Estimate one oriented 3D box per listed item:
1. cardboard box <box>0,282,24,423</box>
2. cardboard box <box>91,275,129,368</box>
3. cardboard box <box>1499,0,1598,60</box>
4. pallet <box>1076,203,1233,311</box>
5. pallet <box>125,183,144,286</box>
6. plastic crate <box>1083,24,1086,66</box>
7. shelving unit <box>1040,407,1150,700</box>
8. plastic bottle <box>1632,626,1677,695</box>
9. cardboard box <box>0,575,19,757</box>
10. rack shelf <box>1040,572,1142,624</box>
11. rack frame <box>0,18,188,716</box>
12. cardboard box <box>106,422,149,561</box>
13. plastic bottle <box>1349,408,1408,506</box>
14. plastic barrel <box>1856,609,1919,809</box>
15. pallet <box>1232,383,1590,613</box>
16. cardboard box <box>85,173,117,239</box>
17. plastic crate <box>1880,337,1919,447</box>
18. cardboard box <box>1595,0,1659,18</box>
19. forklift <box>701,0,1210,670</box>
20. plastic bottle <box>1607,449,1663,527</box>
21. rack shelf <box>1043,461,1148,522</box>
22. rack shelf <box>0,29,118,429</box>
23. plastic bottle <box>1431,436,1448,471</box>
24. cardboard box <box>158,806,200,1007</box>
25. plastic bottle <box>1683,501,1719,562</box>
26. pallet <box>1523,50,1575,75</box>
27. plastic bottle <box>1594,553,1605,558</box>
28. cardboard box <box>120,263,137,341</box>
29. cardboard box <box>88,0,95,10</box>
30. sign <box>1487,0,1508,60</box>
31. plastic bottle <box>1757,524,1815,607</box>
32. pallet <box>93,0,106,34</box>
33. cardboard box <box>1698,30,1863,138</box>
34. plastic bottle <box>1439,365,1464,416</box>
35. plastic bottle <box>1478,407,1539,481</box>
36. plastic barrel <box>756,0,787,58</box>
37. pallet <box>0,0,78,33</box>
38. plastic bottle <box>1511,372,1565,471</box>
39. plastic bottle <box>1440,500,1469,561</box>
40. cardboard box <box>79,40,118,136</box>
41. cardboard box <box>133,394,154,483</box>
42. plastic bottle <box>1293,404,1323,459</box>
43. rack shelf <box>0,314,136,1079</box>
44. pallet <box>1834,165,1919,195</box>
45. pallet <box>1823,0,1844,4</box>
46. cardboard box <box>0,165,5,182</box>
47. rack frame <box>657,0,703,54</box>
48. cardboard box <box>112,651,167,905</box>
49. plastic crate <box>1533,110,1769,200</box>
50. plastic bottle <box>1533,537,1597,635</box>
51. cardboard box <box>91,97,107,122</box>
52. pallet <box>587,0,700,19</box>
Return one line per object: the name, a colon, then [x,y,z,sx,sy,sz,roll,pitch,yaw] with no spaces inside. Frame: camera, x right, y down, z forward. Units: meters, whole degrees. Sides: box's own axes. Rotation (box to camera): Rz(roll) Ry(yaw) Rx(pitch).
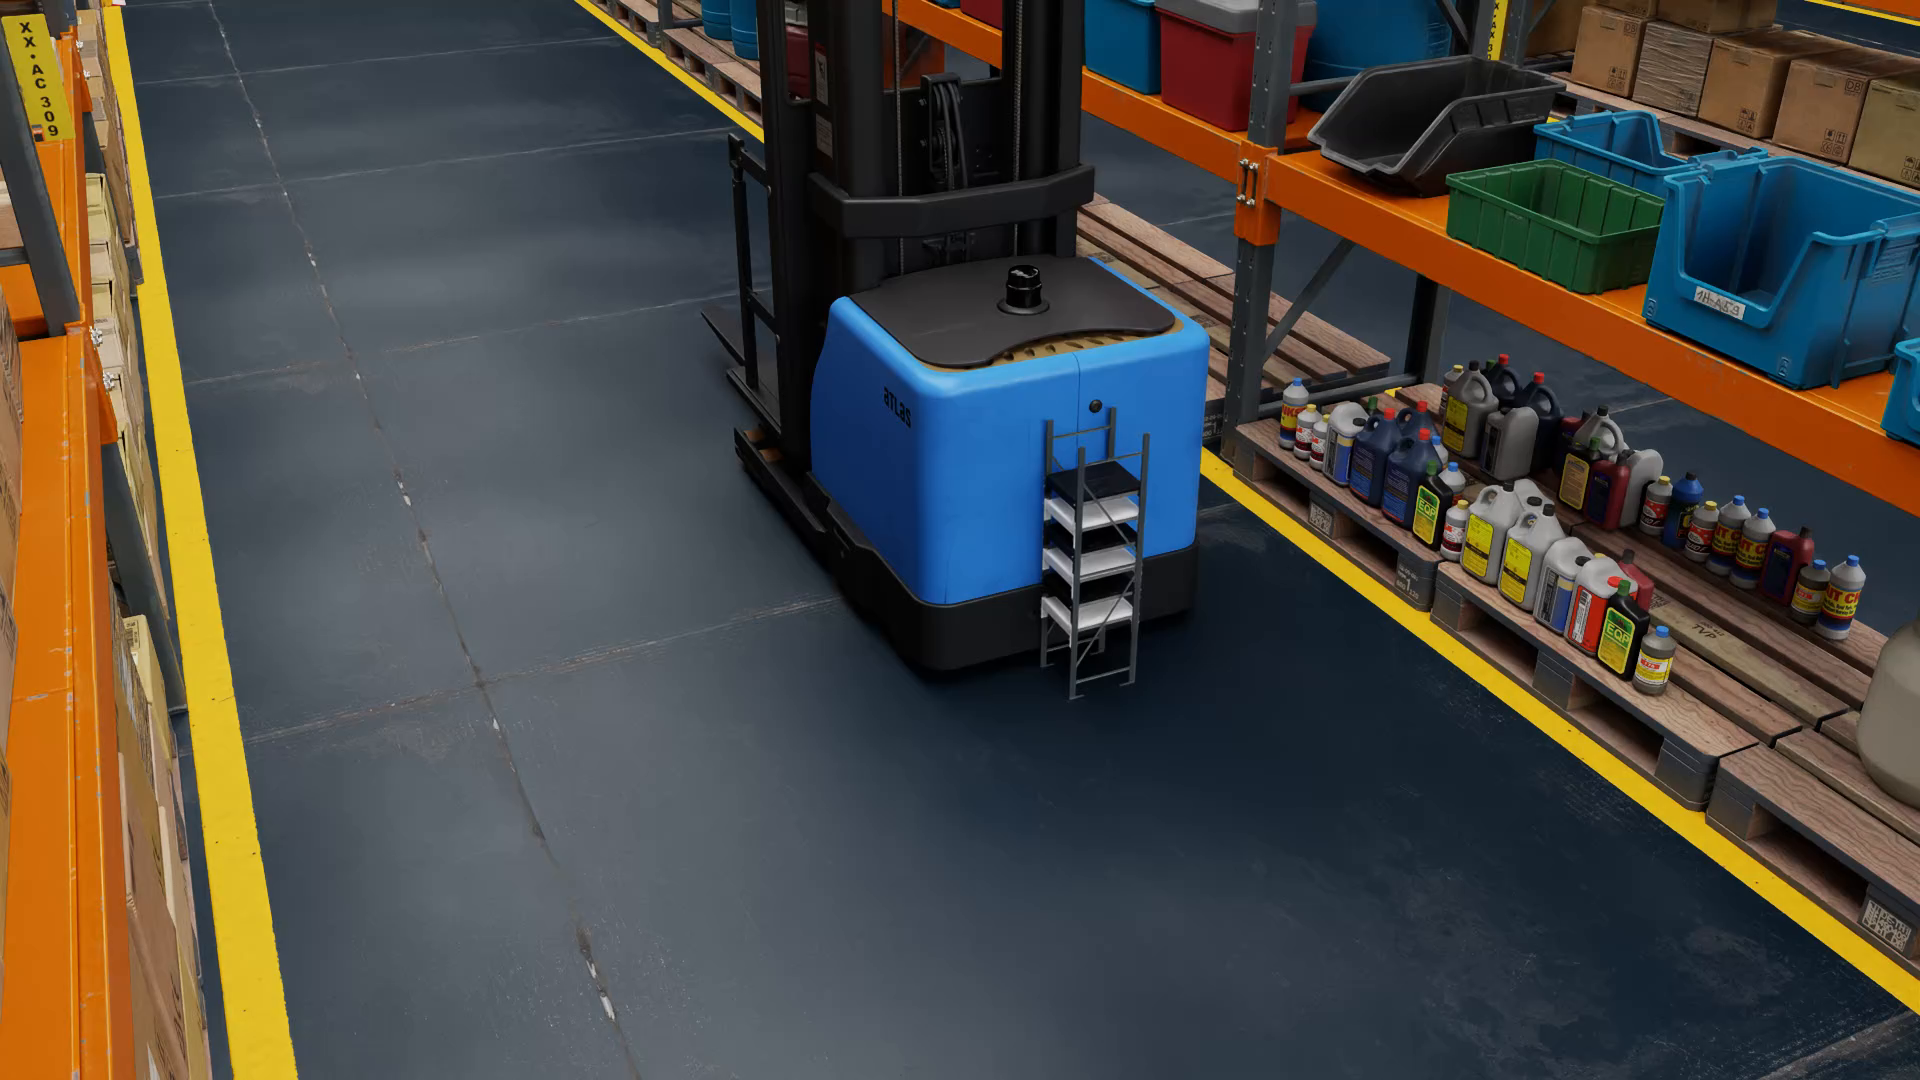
cardboard box: [-2.733,-0.536,4.037,0.700,0.500,0.500,-14,32,-23]
cardboard box: [-3.543,-0.829,6.471,0.500,0.311,0.500,-12,32,-21]
cardboard box: [4.025,-4.098,12.234,1.225,0.875,0.875,-15,32,-24]
pallet: [0.646,-1.388,8.509,1.003,0.211,1.213,-13,32,-22]
pallet: [-4.933,-1.576,8.844,1.003,0.211,1.213,-13,32,-22]
plastic crate: [0.544,-2.343,7.578,0.450,0.188,0.662,-13,32,-22]
shelving unit: [0.417,0.051,5.239,0.258,0.900,0.210,-13,32,-21]
plastic bottle: [2.079,0.351,4.969,0.097,0.201,0.097,0,29,0]
cardboard box: [-2.068,0.144,2.824,0.700,0.500,0.500,-12,31,-21]
rack shelf: [0.417,0.159,5.299,0.258,0.077,0.200,-13,32,-21]
rack frame: [-2.929,-0.687,4.409,1.000,3.000,0.127,-13,32,-22]
cardboard box: [-2.882,-0.150,5.260,0.500,0.311,0.500,-13,32,-22]
plastic bottle: [1.518,-0.318,6.009,0.144,0.351,0.185,-12,32,-21]
plastic barrel: [2.697,0.447,4.500,0.421,0.512,0.421,0,29,0]
pallet: [1.797,-0.204,6.398,1.003,0.211,1.213,-13,32,-22]
cardboard box: [-4.199,-1.503,7.672,0.500,0.311,0.500,-12,32,-21]
plastic crate: [2.505,-0.340,3.942,0.499,0.251,0.408,-13,32,-22]
cardboard box: [4.617,-3.672,11.070,0.500,0.250,0.500,-12,31,-20]
forklift: [-0.263,-1.559,6.033,1.130,2.935,3.031,-13,32,-21]
plastic bottle: [2.370,-0.205,5.884,0.152,0.276,0.135,-12,32,-21]
rack shelf: [0.417,-0.155,5.123,0.258,0.077,0.200,-13,32,-21]
rack shelf: [-3.788,-1.257,6.160,1.077,0.370,4.000,-13,32,-22]
plastic bottle: [1.689,-0.245,5.960,0.097,0.271,0.097,0,29,0]
cardboard box: [-2.099,0.929,3.909,0.500,0.250,0.500,-13,32,-22]
plastic bottle: [2.534,-0.036,5.658,0.097,0.201,0.097,0,29,0]
pallet: [4.032,-3.680,12.597,1.003,0.211,1.213,-13,32,-22]
plastic bottle: [2.041,0.138,5.348,0.097,0.201,0.097,0,29,0]
cardboard box: [-3.976,-1.030,7.402,0.500,0.250,0.500,-13,32,-23]
cardboard box: [-7.244,-4.366,13.331,0.500,0.250,0.500,-13,32,-22]
sign: [2.048,-1.957,6.390,0.100,0.325,0.005,-13,32,-22]
plastic bottle: [2.686,0.064,5.396,0.061,0.283,0.133,-13,32,-21]
pallet: [-7.705,-4.386,13.856,1.003,0.211,1.213,-13,32,-22]
cardboard box: [5.107,-2.851,10.373,0.700,0.500,0.500,-10,31,-18]
plastic bottle: [1.983,-0.602,6.668,0.097,0.201,0.097,0,29,0]
plastic bottle: [2.042,-0.379,6.193,0.152,0.276,0.135,-13,32,-22]
plastic barrel: [-1.204,-3.533,11.597,0.421,0.512,0.421,0,29,0]
pallet: [-5.001,-2.655,8.114,1.213,0.211,1.003,-13,32,-22]
plastic bottle: [2.165,-0.453,6.250,0.144,0.351,0.185,-15,32,-24]
plastic bottle: [1.699,-0.040,5.666,0.097,0.201,0.097,0,29,0]
cardboard box: [-5.473,-2.723,10.145,0.500,0.500,0.500,-13,32,-21]
cardboard box: [-3.322,-0.356,6.199,0.500,0.250,0.500,-14,32,-23]
plastic bottle: [1.331,-0.419,6.342,0.097,0.201,0.097,0,29,0]
rack shelf: [-2.071,0.510,3.009,1.077,0.370,4.000,-13,32,-22]
pallet: [5.684,-1.893,9.410,1.003,0.211,1.213,-13,32,-22]
pallet: [7.971,-5.197,15.302,1.003,0.211,1.213,-13,32,-22]
cardboard box: [-3.470,-1.306,5.410,0.500,0.500,0.500,-11,31,-18]
rack frame: [-1.888,-5.259,12.563,1.000,3.000,0.127,-13,32,-22]
cardboard box: [-2.110,0.604,3.721,0.500,0.500,0.500,-13,32,-22]
plastic crate: [2.266,-1.229,5.527,0.499,0.251,0.616,-13,32,-22]
plastic bottle: [1.936,0.140,5.269,0.152,0.276,0.135,-14,32,-23]
cardboard box: [-4.813,-2.047,8.939,0.500,0.500,0.500,-14,32,-24]
pallet: [-2.767,-4.900,14.772,1.003,0.211,1.213,-13,32,-22]
